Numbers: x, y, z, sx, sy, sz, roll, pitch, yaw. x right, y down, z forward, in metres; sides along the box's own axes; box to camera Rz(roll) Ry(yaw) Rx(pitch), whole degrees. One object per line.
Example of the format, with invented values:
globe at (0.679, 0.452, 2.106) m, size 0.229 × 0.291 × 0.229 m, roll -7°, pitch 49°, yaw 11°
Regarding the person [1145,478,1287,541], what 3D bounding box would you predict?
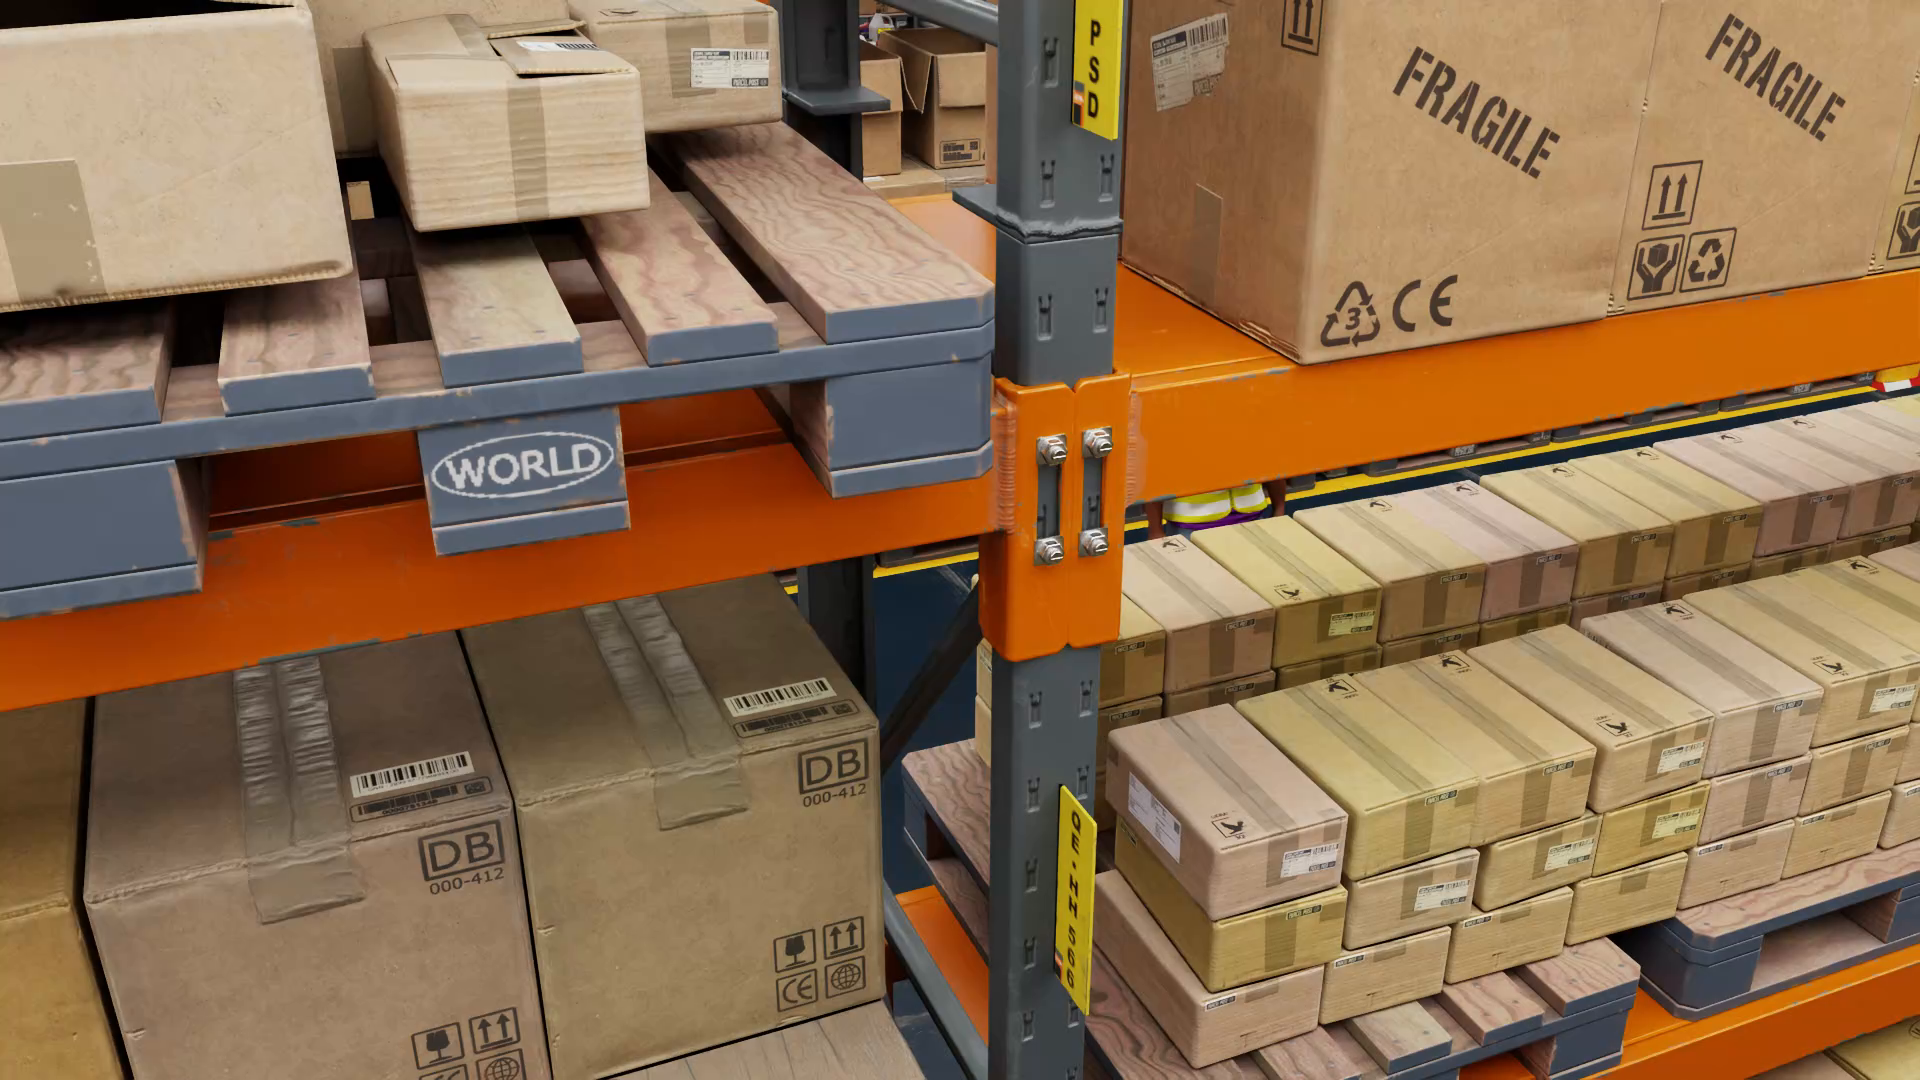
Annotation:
person at (0.970, -0.066, 6.230) m, size 0.630 × 1.759 × 0.461 m, roll -12°, pitch 28°, yaw -23°
